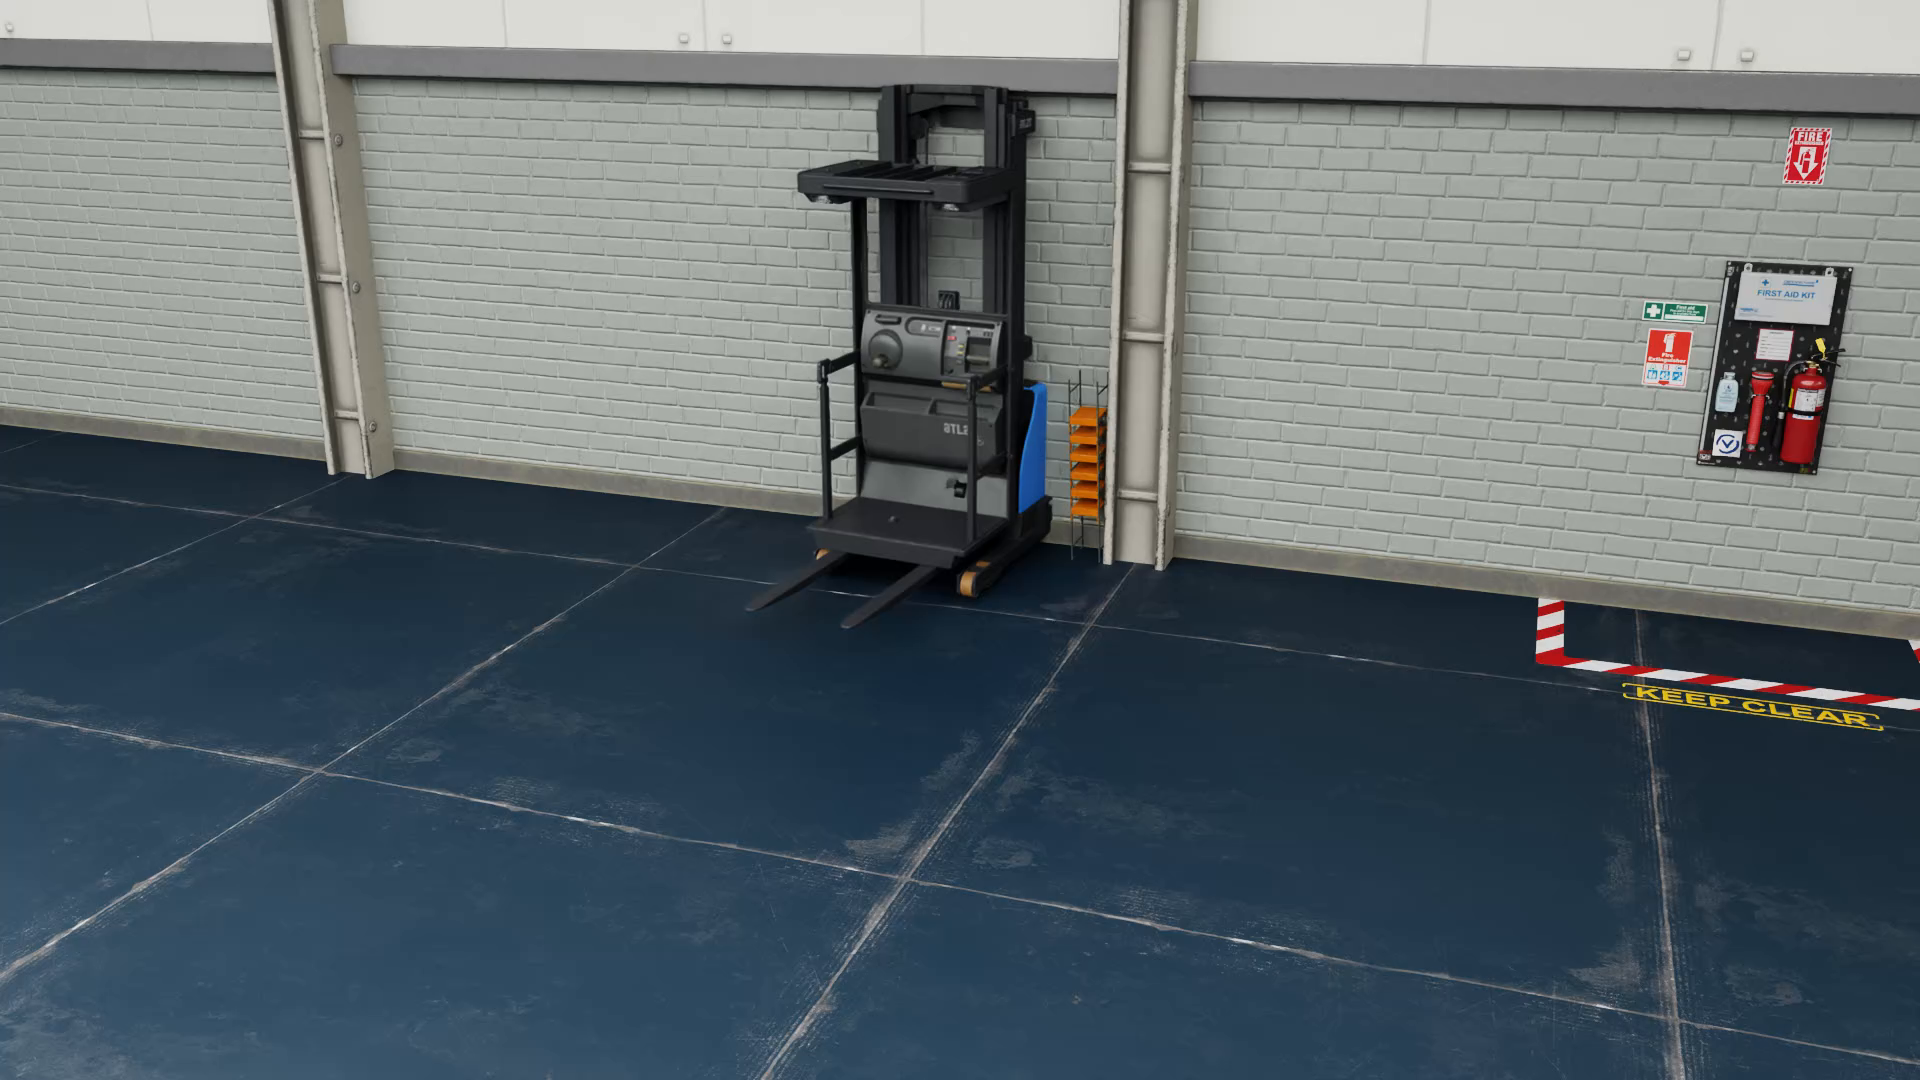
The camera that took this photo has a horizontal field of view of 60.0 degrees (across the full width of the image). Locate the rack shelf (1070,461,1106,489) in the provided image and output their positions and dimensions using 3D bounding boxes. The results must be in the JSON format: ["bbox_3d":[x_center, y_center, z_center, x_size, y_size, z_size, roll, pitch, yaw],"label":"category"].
[{"bbox_3d":[0.826,-0.421,10.569,0.180,0.103,0.258,6,23,21],"label":"rack shelf"}]

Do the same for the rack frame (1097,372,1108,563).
[{"bbox_3d":[0.909,-0.453,10.520,0.006,1.200,0.240,6,23,21],"label":"rack frame"}]

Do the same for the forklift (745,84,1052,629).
[{"bbox_3d":[-0.267,-1.194,10.049,1.130,2.935,3.031,9,21,23],"label":"forklift"}]

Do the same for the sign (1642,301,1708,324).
[{"bbox_3d":[4.010,-1.278,9.327,0.331,0.109,0.001,7,20,18],"label":"sign"}]

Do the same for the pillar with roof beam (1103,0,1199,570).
[{"bbox_3d":[-0.262,-2.786,5.399,0.400,9.000,9.100,7,20,18],"label":"pillar with roof beam"}]

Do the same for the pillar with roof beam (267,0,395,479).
[{"bbox_3d":[-5.930,-3.435,7.258,0.400,9.000,9.100,7,20,18],"label":"pillar with roof beam"}]

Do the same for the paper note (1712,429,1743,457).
[{"bbox_3d":[4.352,-0.547,9.428,0.142,0.148,0.016,7,20,18],"label":"paper note"}]

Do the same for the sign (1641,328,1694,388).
[{"bbox_3d":[4.008,-1.031,9.424,0.234,0.329,0.001,7,20,18],"label":"sign"}]

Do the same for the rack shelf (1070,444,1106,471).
[{"bbox_3d":[0.821,-0.533,10.525,0.180,0.103,0.258,6,23,21],"label":"rack shelf"}]

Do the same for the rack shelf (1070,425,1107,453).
[{"bbox_3d":[0.816,-0.644,10.480,0.180,0.103,0.258,6,23,21],"label":"rack shelf"}]

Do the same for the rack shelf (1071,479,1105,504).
[{"bbox_3d":[0.831,-0.310,10.614,0.180,0.103,0.258,6,23,21],"label":"rack shelf"}]

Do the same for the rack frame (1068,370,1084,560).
[{"bbox_3d":[0.740,-0.472,10.586,0.006,1.200,0.240,6,23,21],"label":"rack frame"}]

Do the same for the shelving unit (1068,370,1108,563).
[{"bbox_3d":[0.824,-0.463,10.553,0.189,1.200,0.258,6,23,21],"label":"shelving unit"}]

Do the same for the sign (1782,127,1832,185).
[{"bbox_3d":[4.522,-2.049,8.876,0.199,0.298,0.001,7,20,18],"label":"sign"}]

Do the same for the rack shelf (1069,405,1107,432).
[{"bbox_3d":[0.811,-0.755,10.436,0.180,0.103,0.258,6,23,21],"label":"rack shelf"}]

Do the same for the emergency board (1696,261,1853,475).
[{"bbox_3d":[4.497,-0.923,9.166,0.643,1.169,0.194,7,20,18],"label":"emergency board"}]

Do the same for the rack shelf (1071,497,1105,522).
[{"bbox_3d":[0.837,-0.199,10.659,0.180,0.103,0.258,6,23,21],"label":"rack shelf"}]
